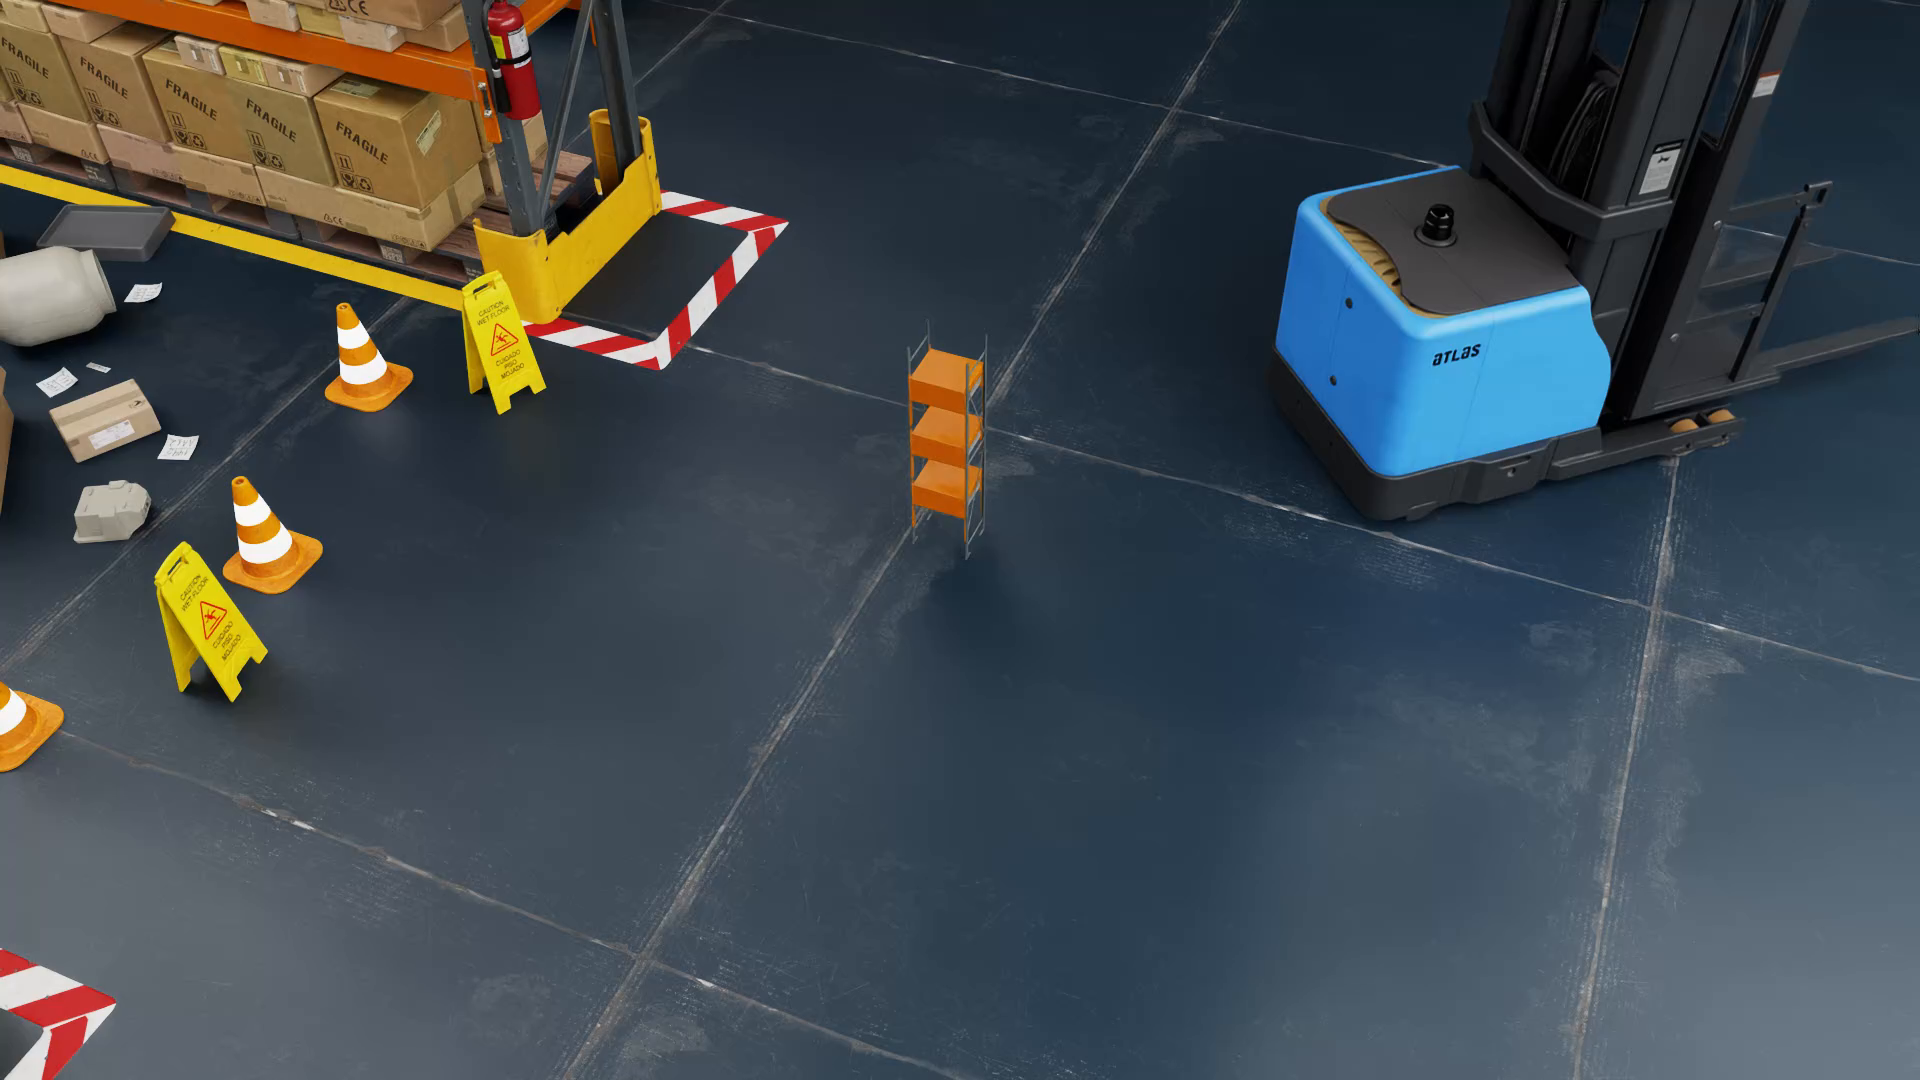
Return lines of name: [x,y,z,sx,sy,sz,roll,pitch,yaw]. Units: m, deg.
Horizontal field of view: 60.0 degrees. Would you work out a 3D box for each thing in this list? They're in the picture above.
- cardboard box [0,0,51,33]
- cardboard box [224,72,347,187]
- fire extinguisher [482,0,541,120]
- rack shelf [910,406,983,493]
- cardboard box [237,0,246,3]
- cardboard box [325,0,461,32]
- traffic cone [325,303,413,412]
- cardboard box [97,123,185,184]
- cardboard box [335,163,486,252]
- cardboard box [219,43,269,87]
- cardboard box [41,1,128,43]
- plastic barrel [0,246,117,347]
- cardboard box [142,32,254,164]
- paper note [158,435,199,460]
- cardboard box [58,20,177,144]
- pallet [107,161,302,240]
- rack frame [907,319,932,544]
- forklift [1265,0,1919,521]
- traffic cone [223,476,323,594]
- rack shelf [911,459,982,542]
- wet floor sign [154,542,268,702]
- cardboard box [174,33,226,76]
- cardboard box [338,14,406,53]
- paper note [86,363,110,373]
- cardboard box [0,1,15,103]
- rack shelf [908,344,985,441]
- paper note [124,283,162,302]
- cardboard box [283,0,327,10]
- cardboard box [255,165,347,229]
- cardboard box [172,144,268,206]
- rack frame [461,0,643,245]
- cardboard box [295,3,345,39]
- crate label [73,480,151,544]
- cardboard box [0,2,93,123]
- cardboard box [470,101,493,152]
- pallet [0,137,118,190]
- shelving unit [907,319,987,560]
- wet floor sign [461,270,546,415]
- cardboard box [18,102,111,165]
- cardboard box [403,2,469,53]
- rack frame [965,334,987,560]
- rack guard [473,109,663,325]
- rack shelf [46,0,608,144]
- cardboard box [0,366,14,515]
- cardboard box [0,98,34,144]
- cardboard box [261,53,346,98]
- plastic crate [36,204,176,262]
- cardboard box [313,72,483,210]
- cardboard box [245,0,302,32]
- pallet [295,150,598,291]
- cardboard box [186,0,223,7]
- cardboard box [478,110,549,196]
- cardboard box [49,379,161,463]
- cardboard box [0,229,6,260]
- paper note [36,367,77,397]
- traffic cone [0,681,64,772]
cardboard box: [-4.565,-2.720,8.357,0.250,0.149,0.380,18,48,17]
cardboard box: [-3.204,-2.139,8.232,0.500,0.500,0.500,18,48,17]
fire extinguisher: [-1.953,-2.153,7.181,0.183,0.674,0.296,16,47,16]
rack shelf: [-0.049,-0.379,6.741,0.240,0.259,0.215,16,47,16]
cardboard box: [-3.245,-2.676,7.830,0.250,0.149,0.380,17,47,16]
cardboard box: [-2.488,-2.621,7.314,0.500,0.500,0.500,16,47,15]
traffic cone: [-2.775,-0.889,7.655,0.334,0.463,0.336,16,47,16]
cardboard box: [-4.145,-2.156,8.781,0.500,0.250,0.500,16,47,15]
cardboard box: [-2.753,-1.737,8.359,0.500,0.250,0.500,16,47,16]
cardboard box: [-3.317,-2.356,7.990,0.250,0.149,0.380,17,47,16]
cardboard box: [-4.316,-2.649,8.285,0.250,0.149,0.380,19,48,18]
plastic barrel: [-4.371,-1.174,7.968,0.512,0.421,0.421,-20,48,-19]
cardboard box: [-3.667,-2.281,8.374,0.500,0.500,0.500,15,47,15]
paper note: [-3.520,-0.420,7.489,0.142,0.019,0.148,2,45,2]
cardboard box: [-4.156,-2.422,8.517,0.500,0.500,0.500,19,48,18]
pallet: [-3.810,-2.120,9.070,1.213,0.211,1.003,16,47,16]
rack frame: [-0.162,-0.420,6.767,0.008,1.050,0.200,16,47,16]
forklift: [2.988,-1.754,6.774,3.031,2.935,1.130,-14,47,-14]
traffic cone: [-2.889,-0.074,6.836,0.334,0.463,0.336,16,47,16]
rack shelf: [-0.049,-0.182,6.937,0.240,0.259,0.215,16,47,16]
wet floor sign: [-2.905,0.292,6.338,0.232,0.644,0.267,9,46,9]
cardboard box: [-3.559,-2.428,8.063,0.250,0.149,0.380,18,48,18]
cardboard box: [-2.585,-2.381,7.534,0.250,0.149,0.380,16,47,15]
paper note: [-4.097,-0.820,7.906,0.123,0.001,0.032,16,47,16]
cardboard box: [-5.133,-2.702,8.798,0.500,0.500,0.500,19,48,18]
rack shelf: [-0.049,-0.580,6.541,0.240,0.259,0.215,16,47,16]
paper note: [-4.082,-1.239,8.313,0.148,0.019,0.142,2,45,2]
cardboard box: [-2.949,-2.760,7.454,0.500,0.500,0.500,17,47,16]
cardboard box: [-3.206,-1.876,8.499,0.500,0.250,0.500,17,47,16]
cardboard box: [-3.691,-2.014,8.639,0.500,0.250,0.500,15,47,14]
rack frame: [-1.881,-2.512,7.487,0.127,3.000,1.000,16,47,16]
cardboard box: [-2.814,-2.465,7.618,0.250,0.149,0.380,16,47,15]
crate label: [-3.638,-0.132,7.125,0.298,0.136,0.250,-5,45,-5]
cardboard box: [-4.634,-2.564,8.659,0.500,0.500,0.500,18,48,17]
cardboard box: [-2.542,-2.357,8.451,0.500,0.500,0.500,15,47,15]
pallet: [-4.940,-2.450,9.402,1.213,0.211,1.003,16,47,16]
shelving unit: [-0.049,-0.387,6.733,0.252,1.050,0.215,16,47,16]
wet floor sign: [-2.118,-0.929,7.565,0.232,0.644,0.267,33,54,29]
cardboard box: [-4.636,-2.298,8.924,0.500,0.250,0.500,19,48,18]
cardboard box: [-2.309,-2.385,7.537,0.250,0.149,0.380,18,48,17]
rack frame: [0.063,-0.354,6.700,0.008,1.050,0.200,16,47,16]
rack guard: [-1.952,-1.646,8.389,0.348,0.500,1.175,16,47,16]
rack shelf: [-3.727,-2.800,8.286,4.000,0.370,1.077,16,47,16]
cardboard box: [-4.477,-0.456,7.190,0.637,0.503,0.797,-12,46,-12]
cardboard box: [-5.133,-2.436,9.062,0.500,0.250,0.500,14,47,14]
cardboard box: [-3.086,-2.285,7.919,0.250,0.149,0.380,18,48,17]
plastic crate: [-4.440,-1.603,8.643,0.583,0.080,0.402,2,45,2]
cardboard box: [-2.721,-1.999,8.092,0.500,0.500,0.500,17,47,16]
cardboard box: [-3.063,-2.515,7.668,0.250,0.149,0.380,17,47,17]
pallet: [-2.688,-1.787,8.736,1.213,0.211,1.003,16,47,16]
cardboard box: [-3.516,-2.687,7.841,0.250,0.149,0.380,16,47,15]
cardboard box: [-2.519,-2.085,8.709,0.500,0.250,0.500,16,47,16]
cardboard box: [-3.868,-0.542,7.528,0.380,0.149,0.250,-28,51,-25]
cardboard box: [-5.108,-1.536,8.276,0.500,0.500,0.500,-20,48,-19]
paper note: [-4.246,-0.744,7.823,0.142,0.019,0.148,33,54,29]
traffic cone: [-3.637,0.569,6.189,0.334,0.463,0.336,16,47,16]
